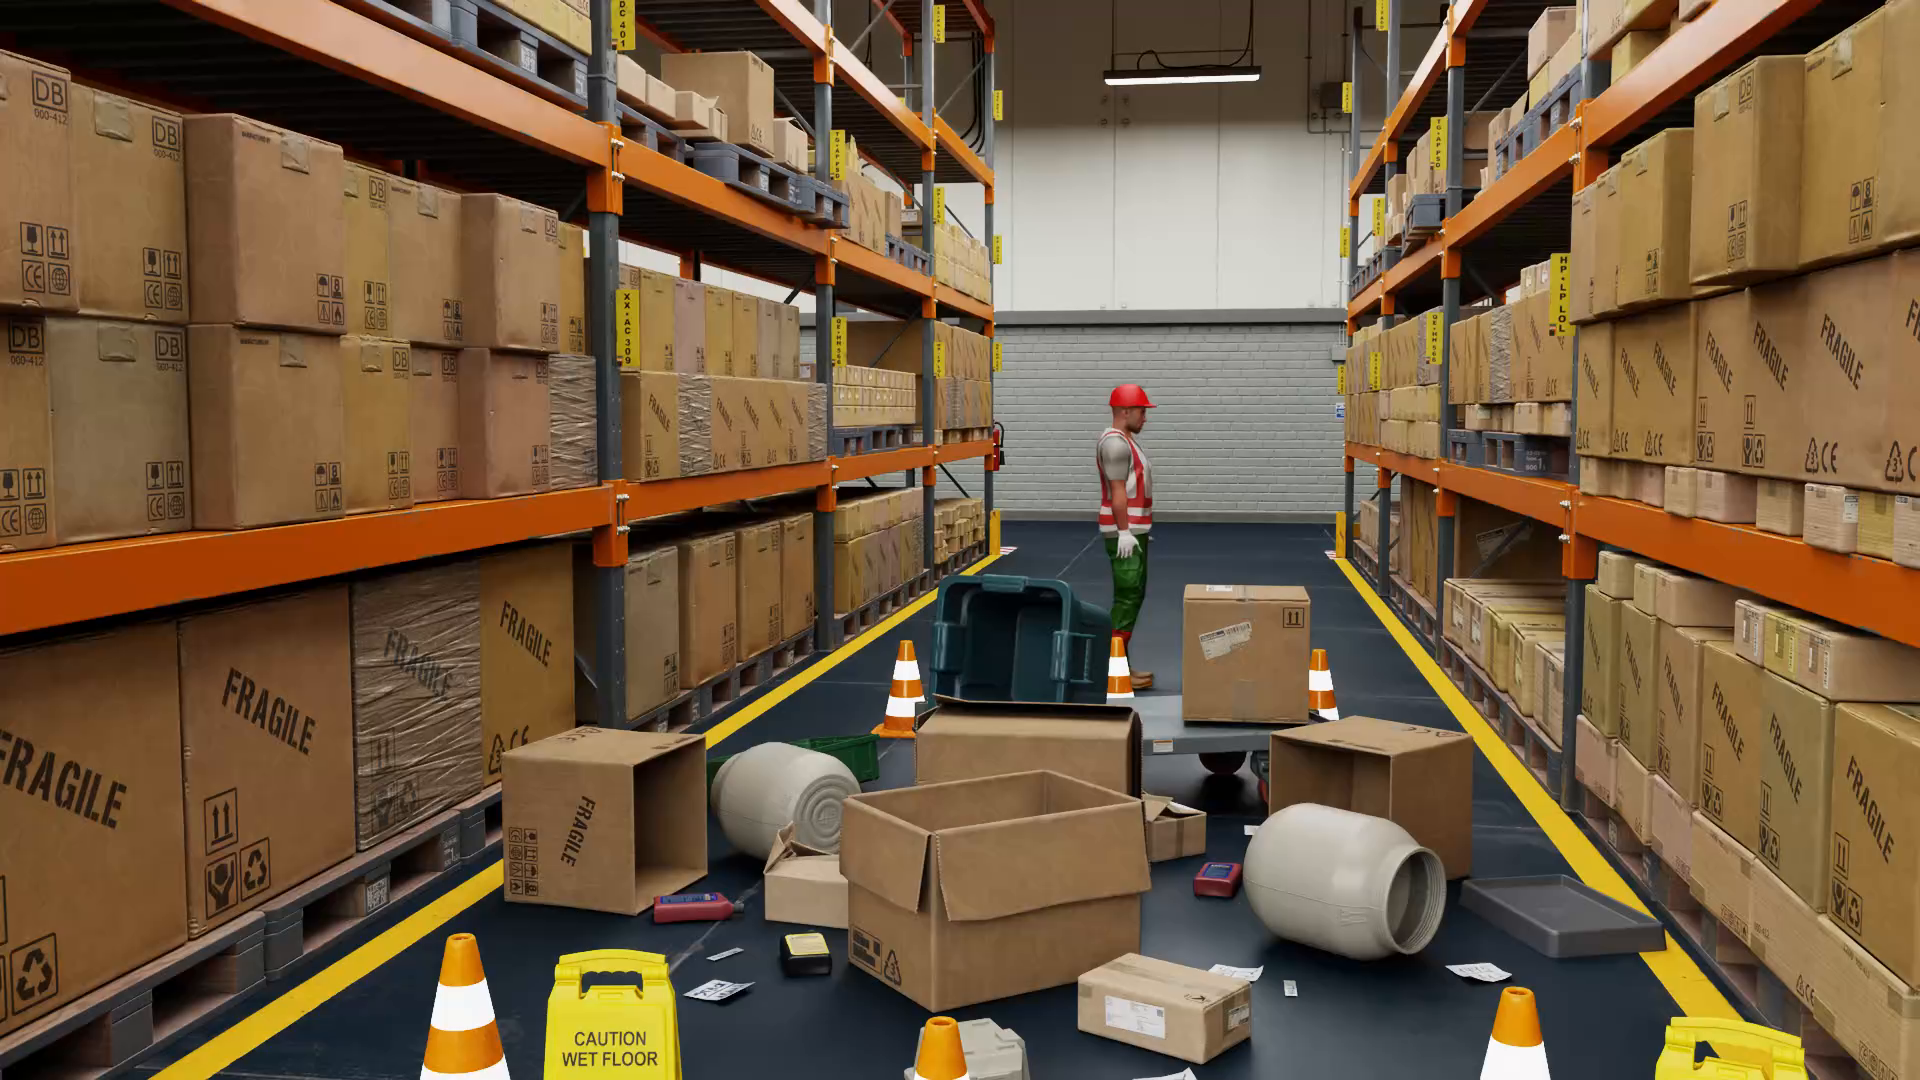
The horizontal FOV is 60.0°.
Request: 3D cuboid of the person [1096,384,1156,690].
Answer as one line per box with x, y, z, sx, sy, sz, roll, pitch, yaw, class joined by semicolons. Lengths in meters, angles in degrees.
0.983;-0.027;9.826;0.348;1.779;0.527;1;4;10;person
